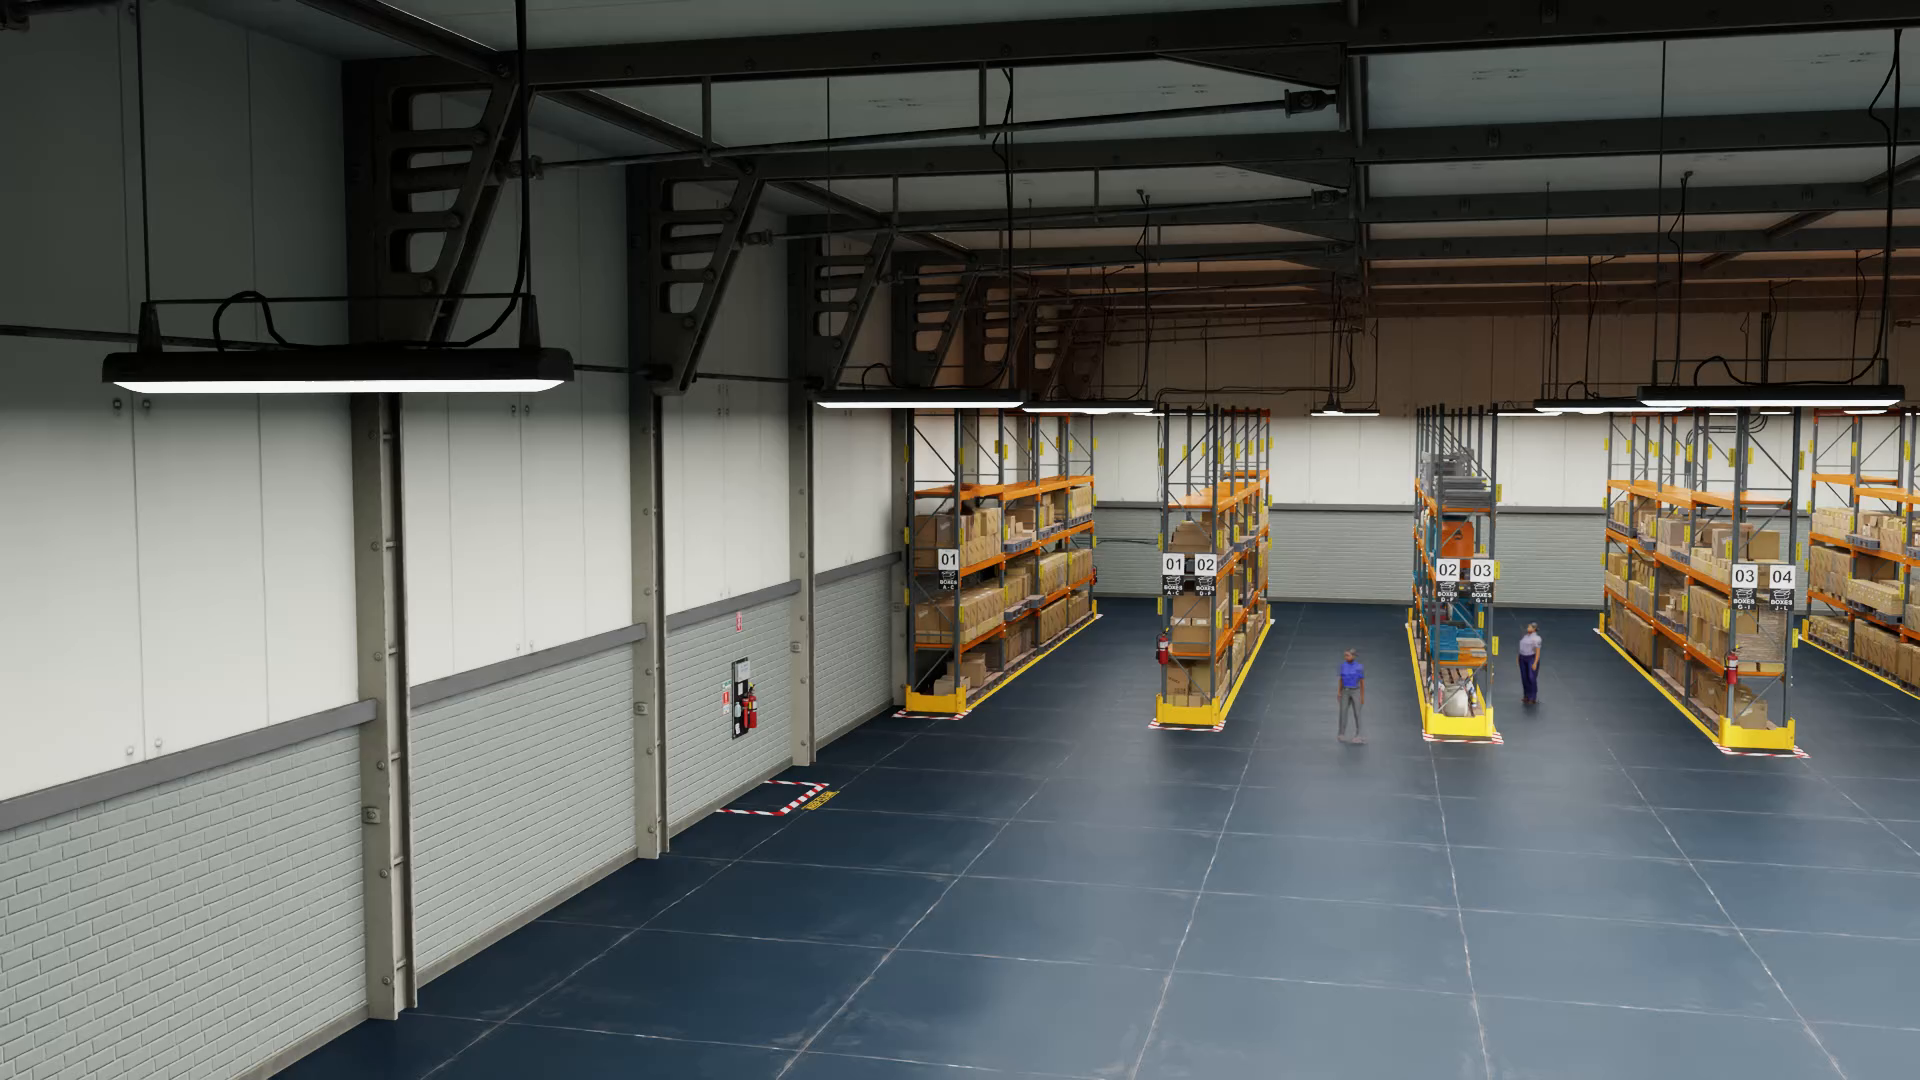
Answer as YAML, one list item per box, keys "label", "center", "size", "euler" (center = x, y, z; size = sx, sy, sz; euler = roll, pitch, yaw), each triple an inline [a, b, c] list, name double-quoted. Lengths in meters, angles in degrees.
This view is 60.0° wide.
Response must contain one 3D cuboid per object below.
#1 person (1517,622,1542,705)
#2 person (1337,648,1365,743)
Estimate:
- label: "person"
  center: [11.457, 2.485, 33.489]
  size: [0.475, 1.671, 0.495]
  euler: [-3, 5, -36]
- label: "person"
  center: [6.910, 2.742, 29.470]
  size: [0.504, 1.664, 0.365]
  euler: [4, 6, 41]
